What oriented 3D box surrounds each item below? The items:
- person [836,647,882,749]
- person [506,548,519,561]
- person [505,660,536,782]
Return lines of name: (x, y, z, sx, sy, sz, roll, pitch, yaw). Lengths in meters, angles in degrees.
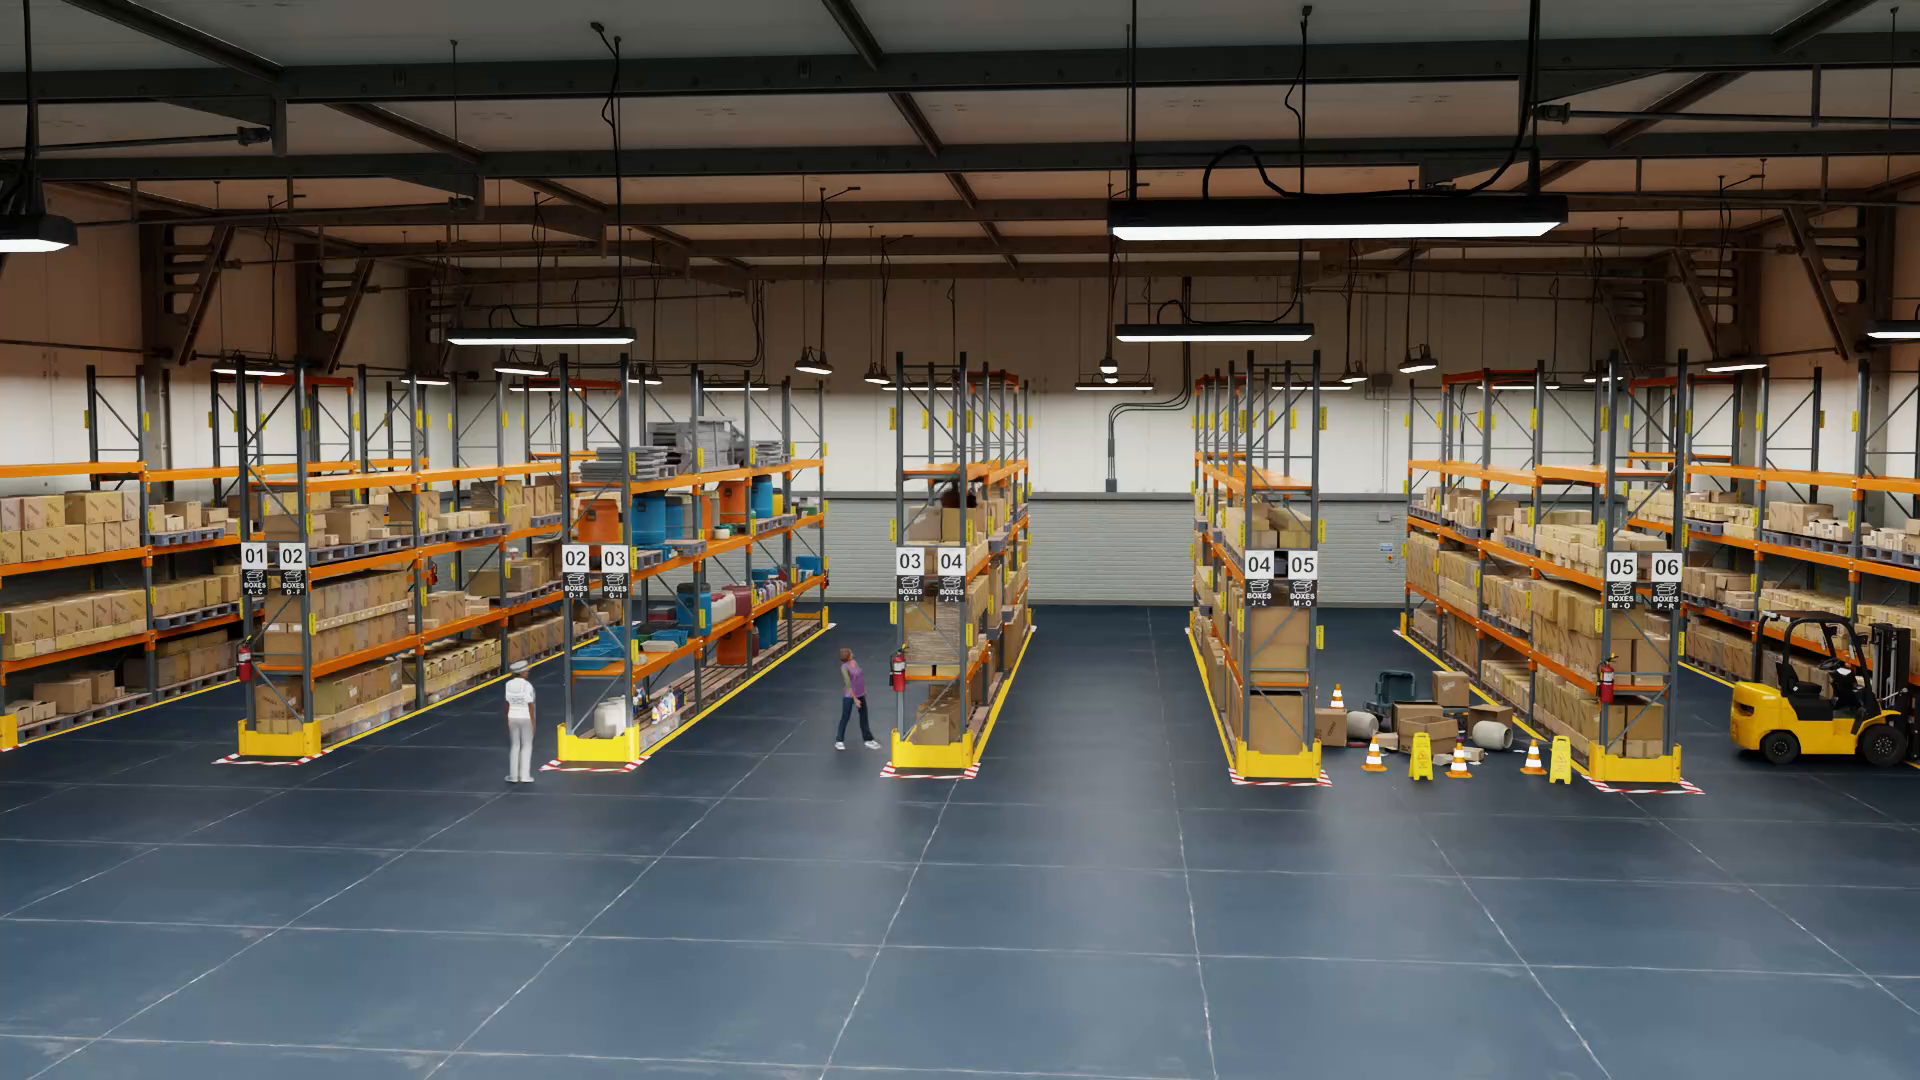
person: (-1.587, 2.415, 25.409, 0.587, 1.574, 0.554, 3, 5, 35)
person: (-11.494, 1.072, 42.800, 0.715, 1.762, 0.539, 1, 4, 16)
person: (-6.110, 2.526, 23.117, 0.505, 1.705, 0.381, 1, 4, 18)
